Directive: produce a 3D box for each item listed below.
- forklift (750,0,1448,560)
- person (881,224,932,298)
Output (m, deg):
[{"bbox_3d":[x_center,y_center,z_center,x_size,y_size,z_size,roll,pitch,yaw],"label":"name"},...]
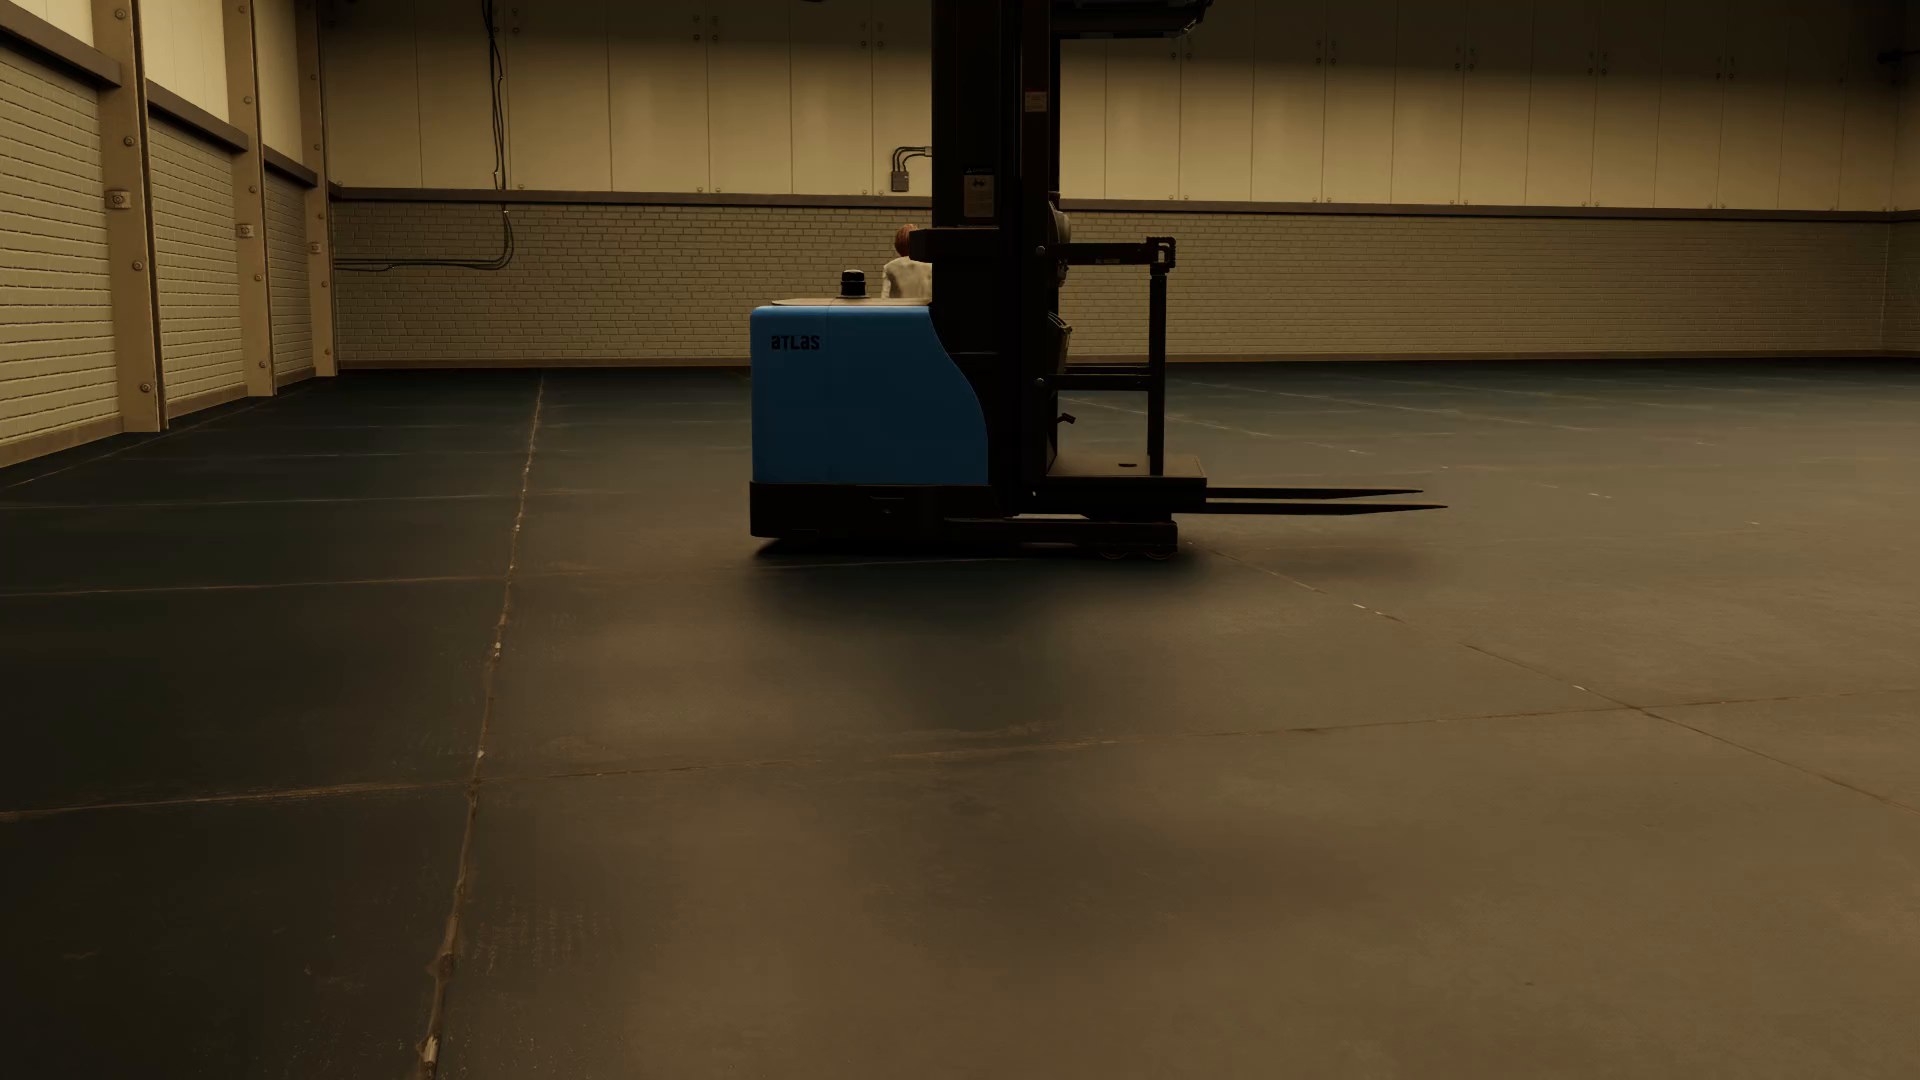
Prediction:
[{"bbox_3d":[0.623,-1.443,7.442,3.031,2.935,1.130,1,8,6],"label":"forklift"},{"bbox_3d":[-0.298,-1.215,10.650,0.470,1.591,0.350,-1,8,-5],"label":"person"}]
